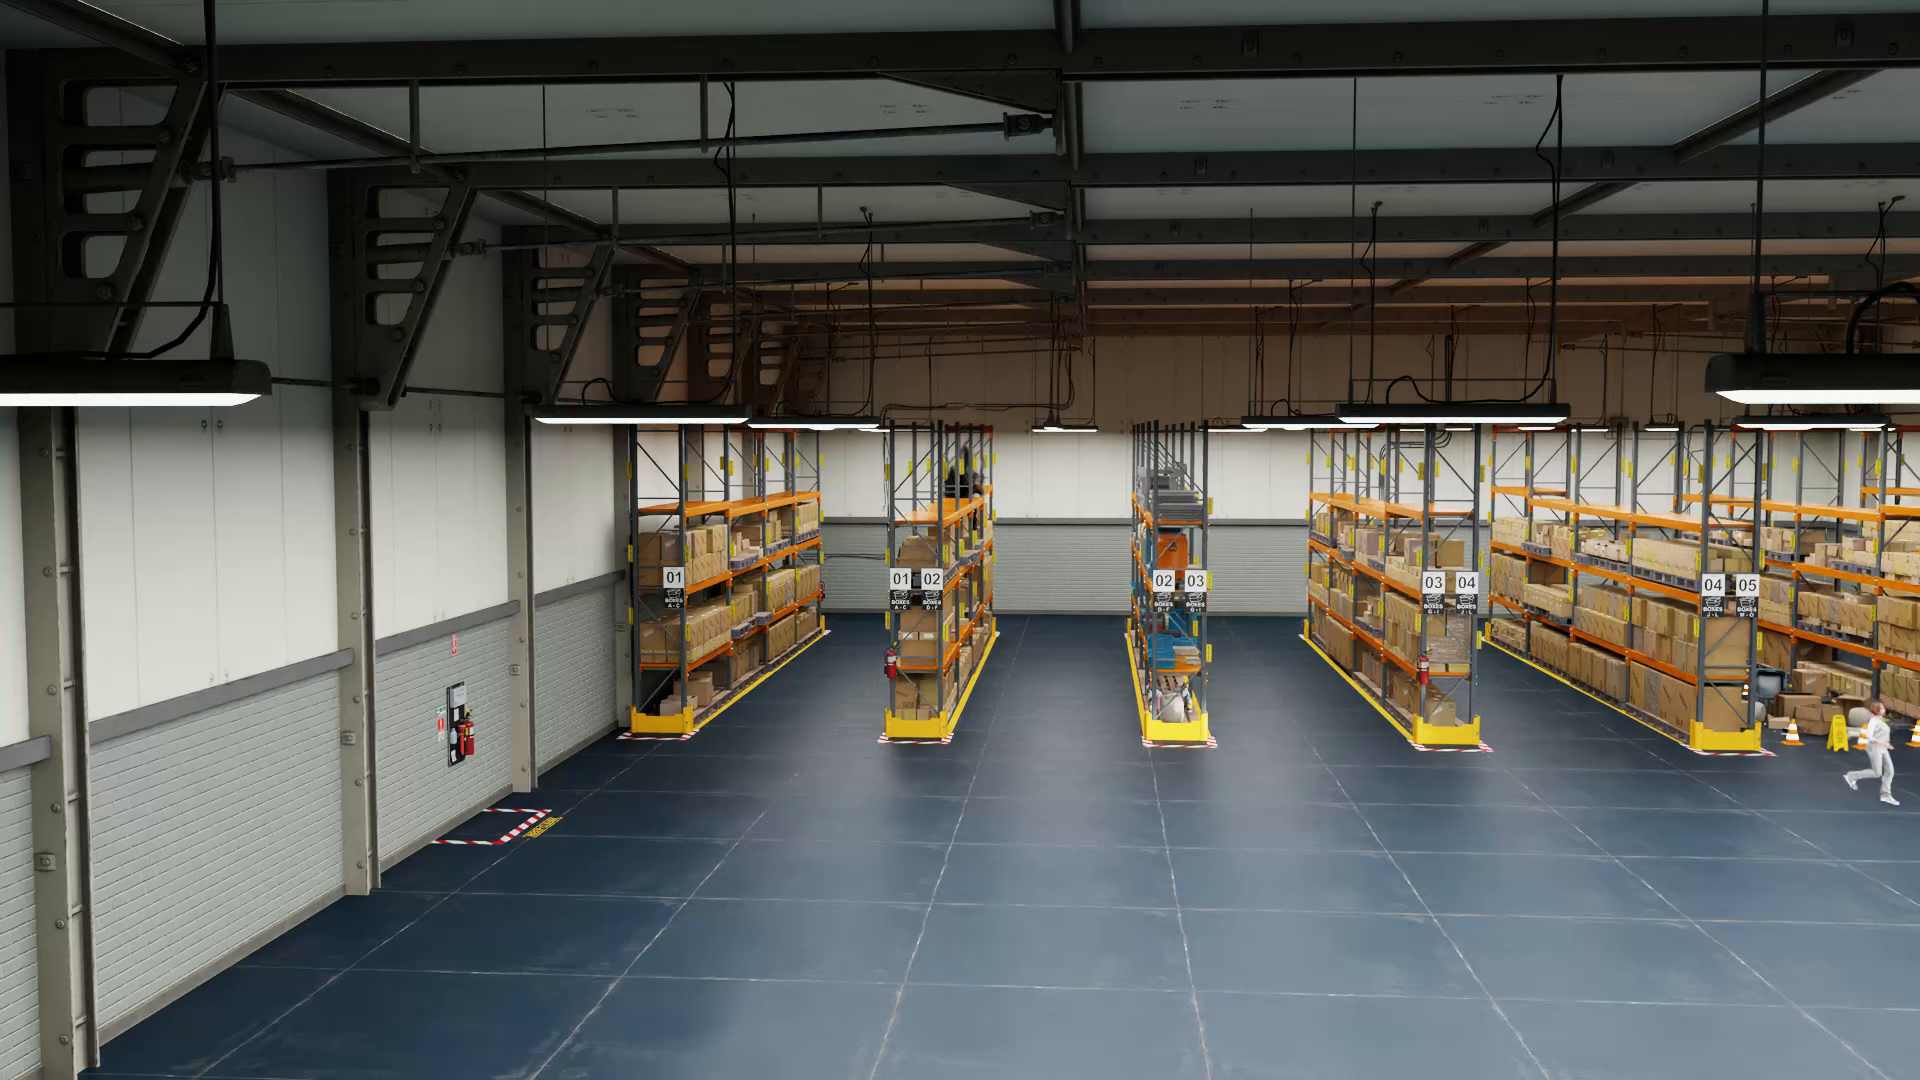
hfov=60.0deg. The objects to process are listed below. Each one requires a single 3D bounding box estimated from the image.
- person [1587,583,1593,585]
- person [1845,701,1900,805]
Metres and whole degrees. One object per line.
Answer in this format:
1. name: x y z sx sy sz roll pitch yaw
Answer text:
1. person: 16.645 2.018 43.964 0.661 1.768 0.993 0 4 5
2. person: 14.284 3.305 25.978 0.549 1.586 0.786 -3 5 -43
